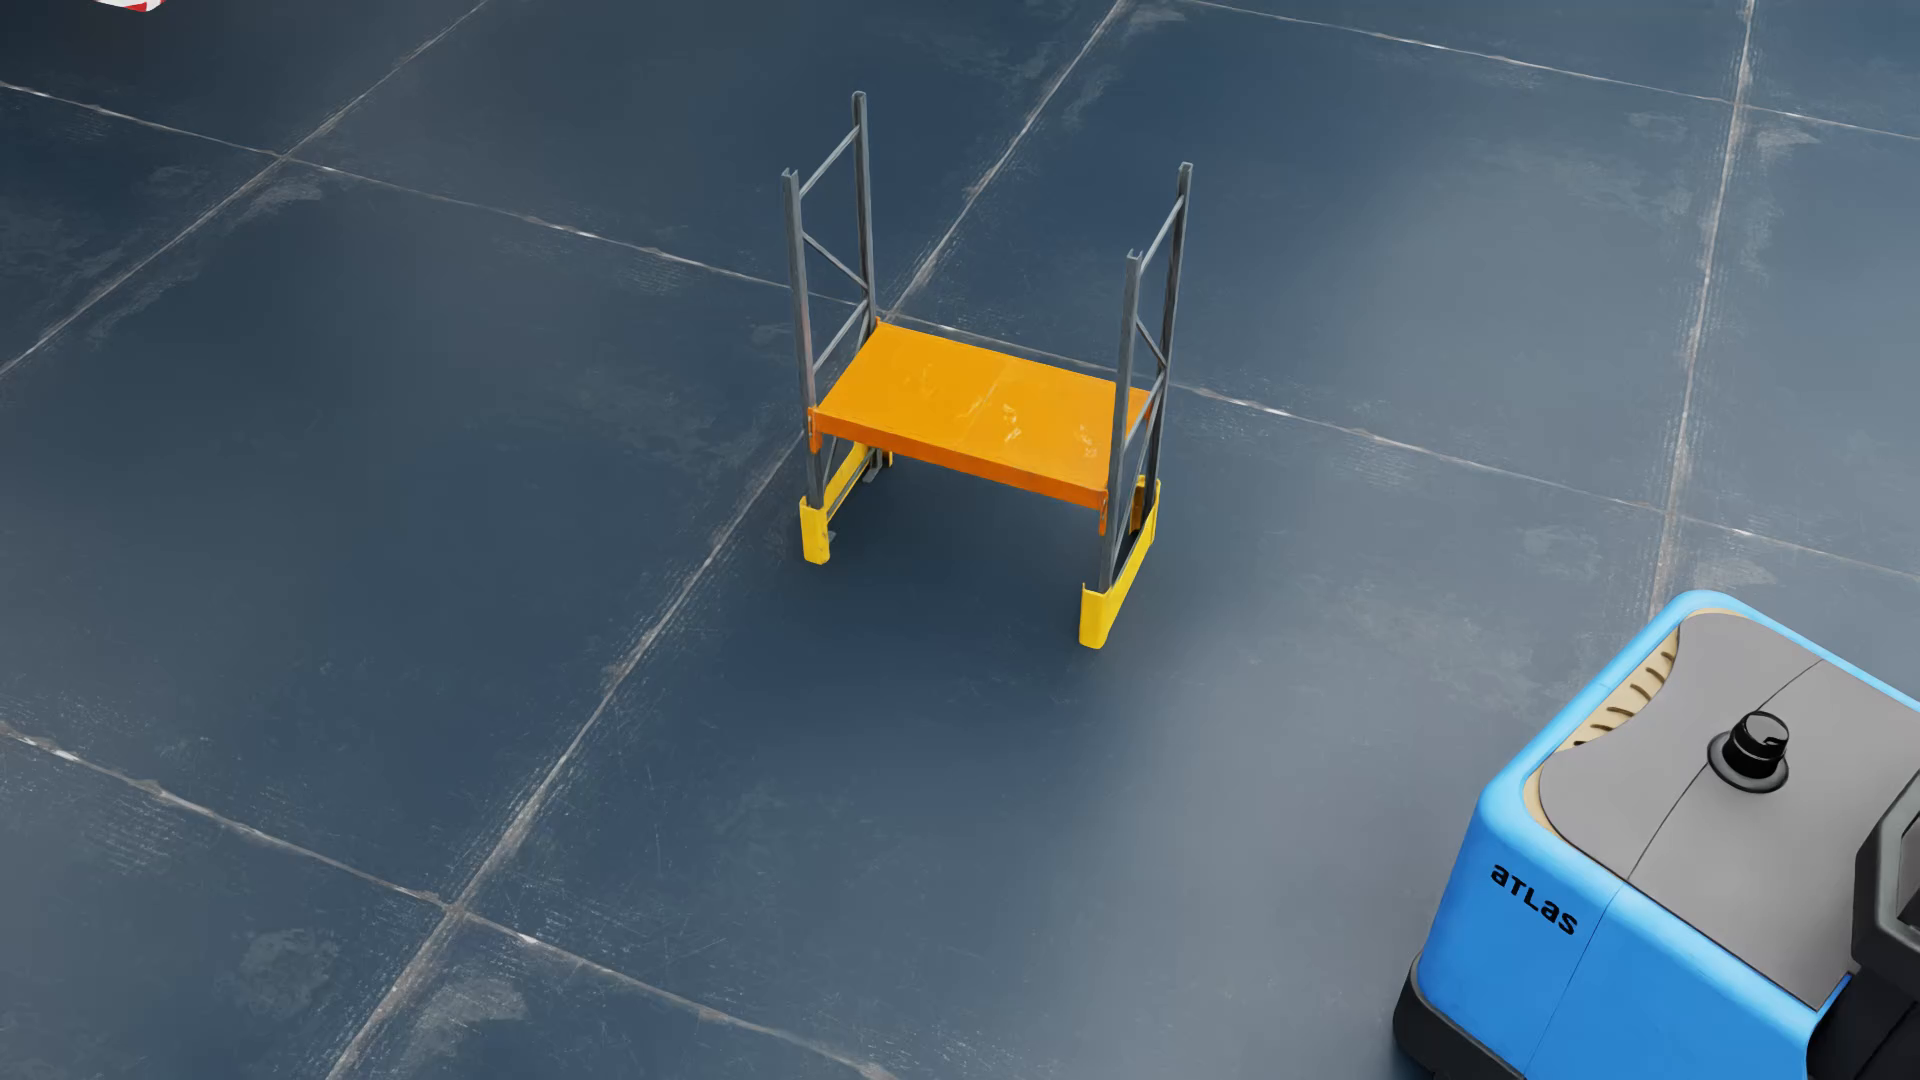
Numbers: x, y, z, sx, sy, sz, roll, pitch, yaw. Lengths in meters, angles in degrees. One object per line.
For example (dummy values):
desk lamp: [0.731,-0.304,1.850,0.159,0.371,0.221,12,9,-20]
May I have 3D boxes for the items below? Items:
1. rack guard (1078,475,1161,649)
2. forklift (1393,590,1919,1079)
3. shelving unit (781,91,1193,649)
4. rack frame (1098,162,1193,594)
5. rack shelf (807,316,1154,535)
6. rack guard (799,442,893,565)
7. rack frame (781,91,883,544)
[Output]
rack guard: [0.530,0.067,5.505,0.087,0.250,0.587,16,47,16]
forklift: [2.520,0.804,2.864,1.130,2.935,3.031,-34,54,-29]
shelving unit: [0.070,-0.511,5.200,1.083,1.500,0.587,16,47,16]
rack frame: [0.548,-0.370,5.059,0.032,1.500,0.500,16,47,16]
rack shelf: [0.079,-0.381,5.325,1.000,0.185,0.538,16,47,16]
rack guard: [-0.389,-0.203,5.777,0.087,0.250,0.587,16,47,16]
rack frame: [-0.390,-0.647,5.336,0.032,1.500,0.500,16,47,16]
